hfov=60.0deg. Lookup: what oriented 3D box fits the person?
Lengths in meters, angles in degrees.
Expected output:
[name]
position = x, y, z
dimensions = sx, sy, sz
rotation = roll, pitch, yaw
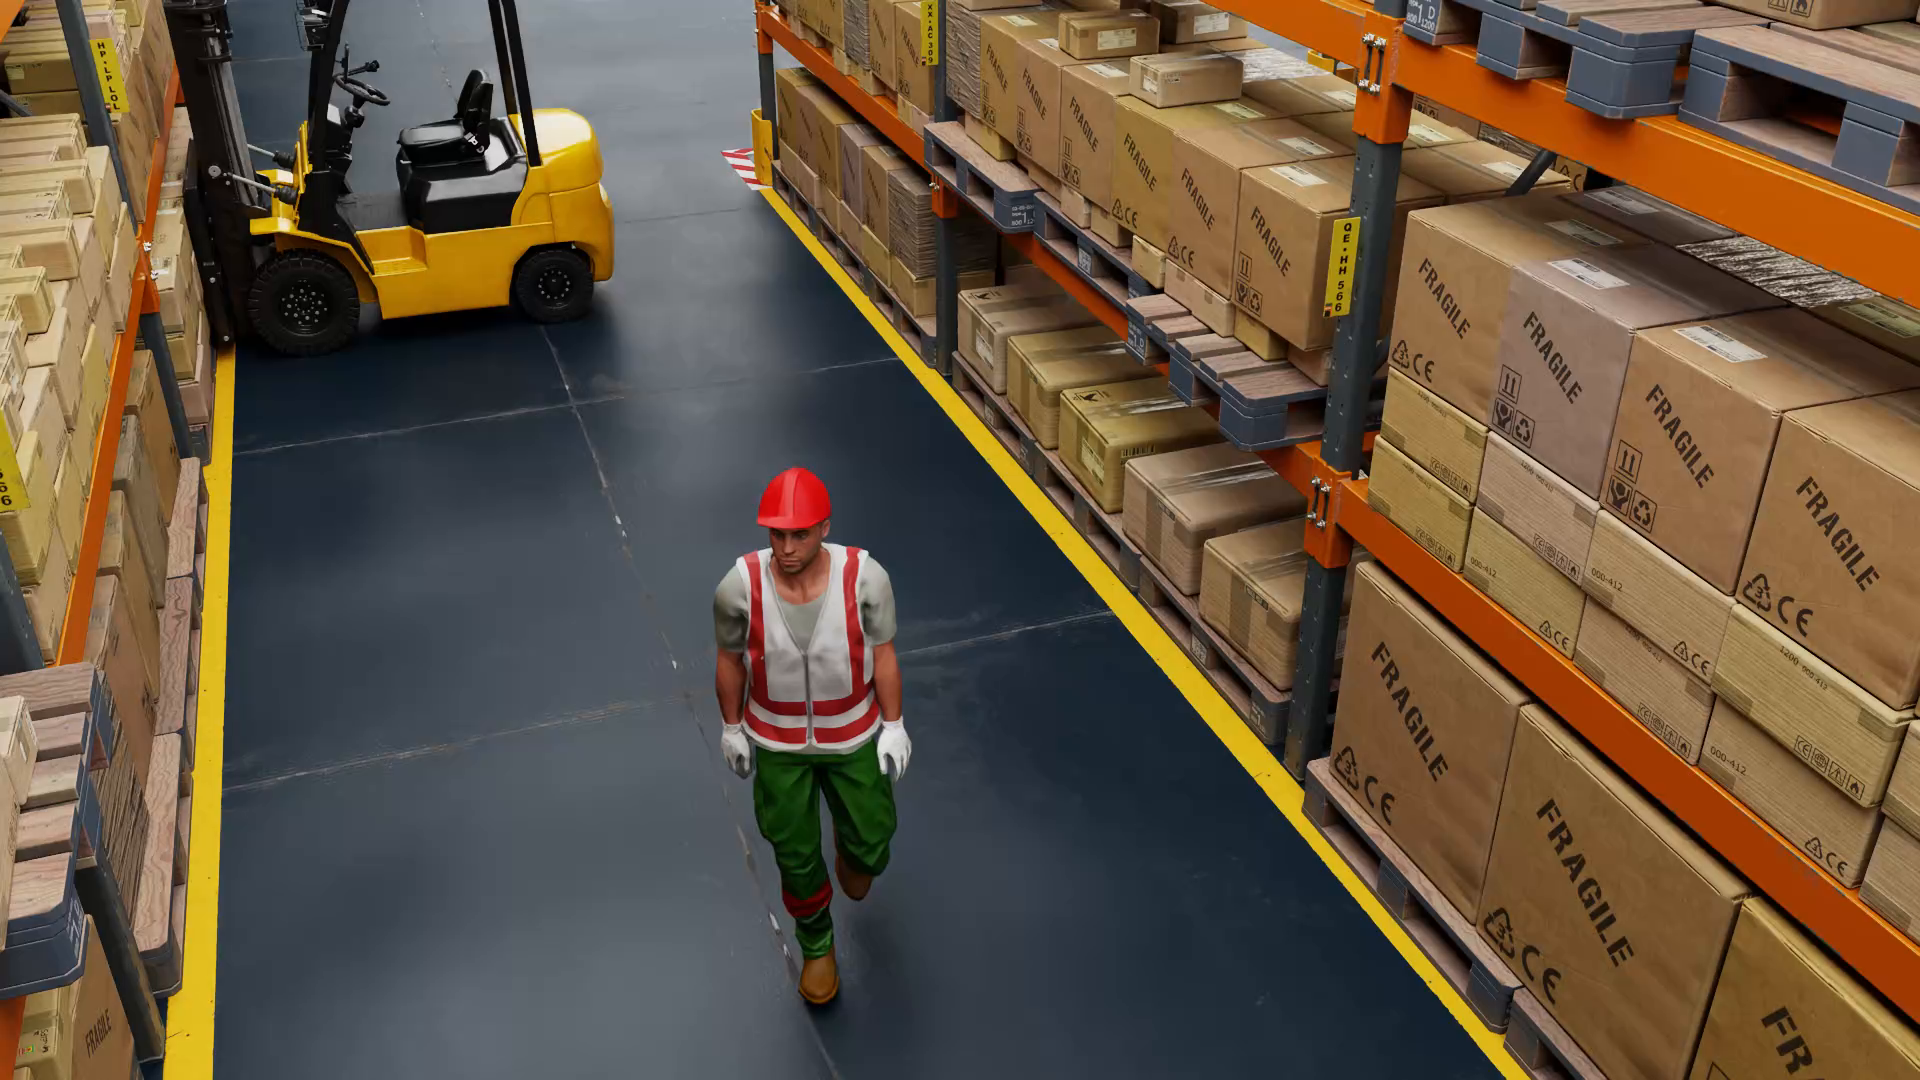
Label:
[person]
position = -0.442, 0.564, 5.062
dimensions = 0.585, 1.778, 0.609
rotation = -2, 30, -3
